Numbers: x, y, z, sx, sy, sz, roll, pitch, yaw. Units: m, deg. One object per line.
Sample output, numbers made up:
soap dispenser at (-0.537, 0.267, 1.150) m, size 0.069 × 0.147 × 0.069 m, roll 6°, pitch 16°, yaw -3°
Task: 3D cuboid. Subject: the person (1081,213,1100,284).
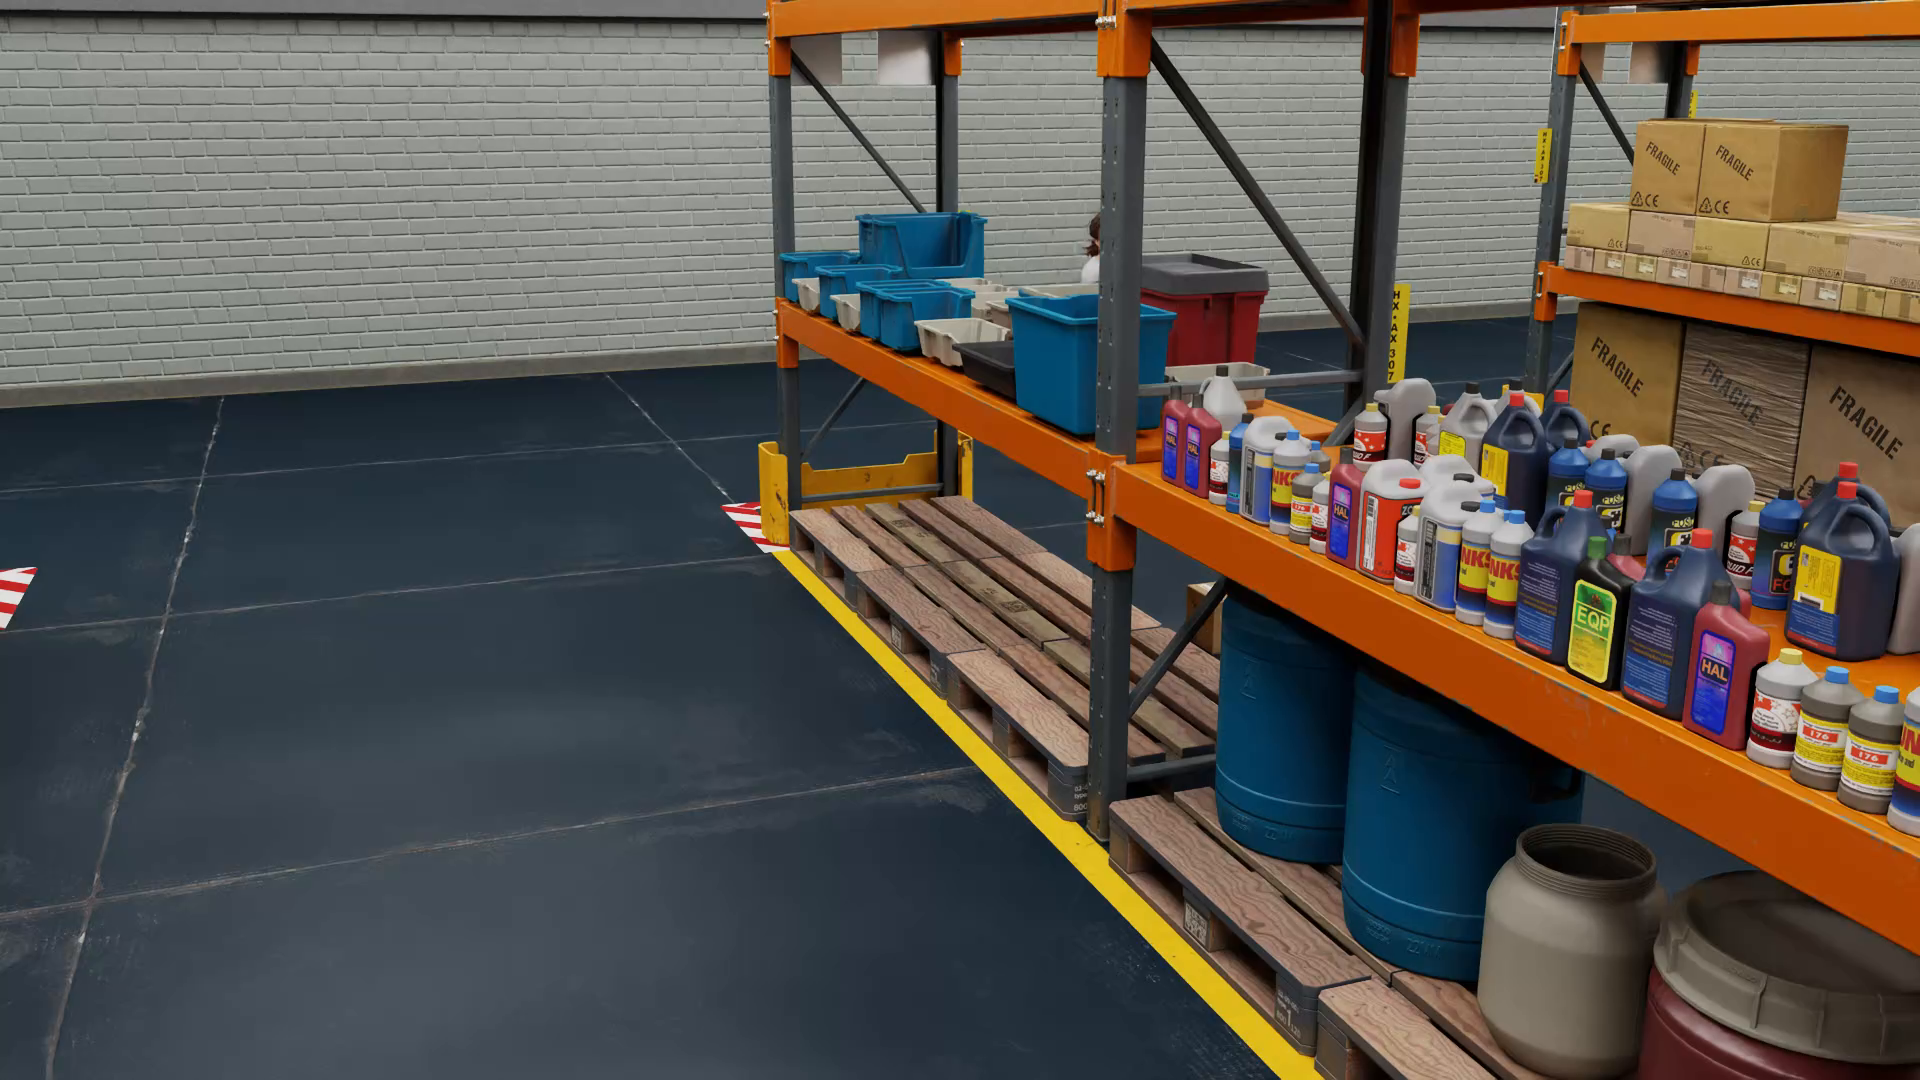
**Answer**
person at (0.960, -1.125, 10.031) m, size 0.515 × 1.685 × 0.551 m, roll 12°, pitch 19°, yaw 36°
